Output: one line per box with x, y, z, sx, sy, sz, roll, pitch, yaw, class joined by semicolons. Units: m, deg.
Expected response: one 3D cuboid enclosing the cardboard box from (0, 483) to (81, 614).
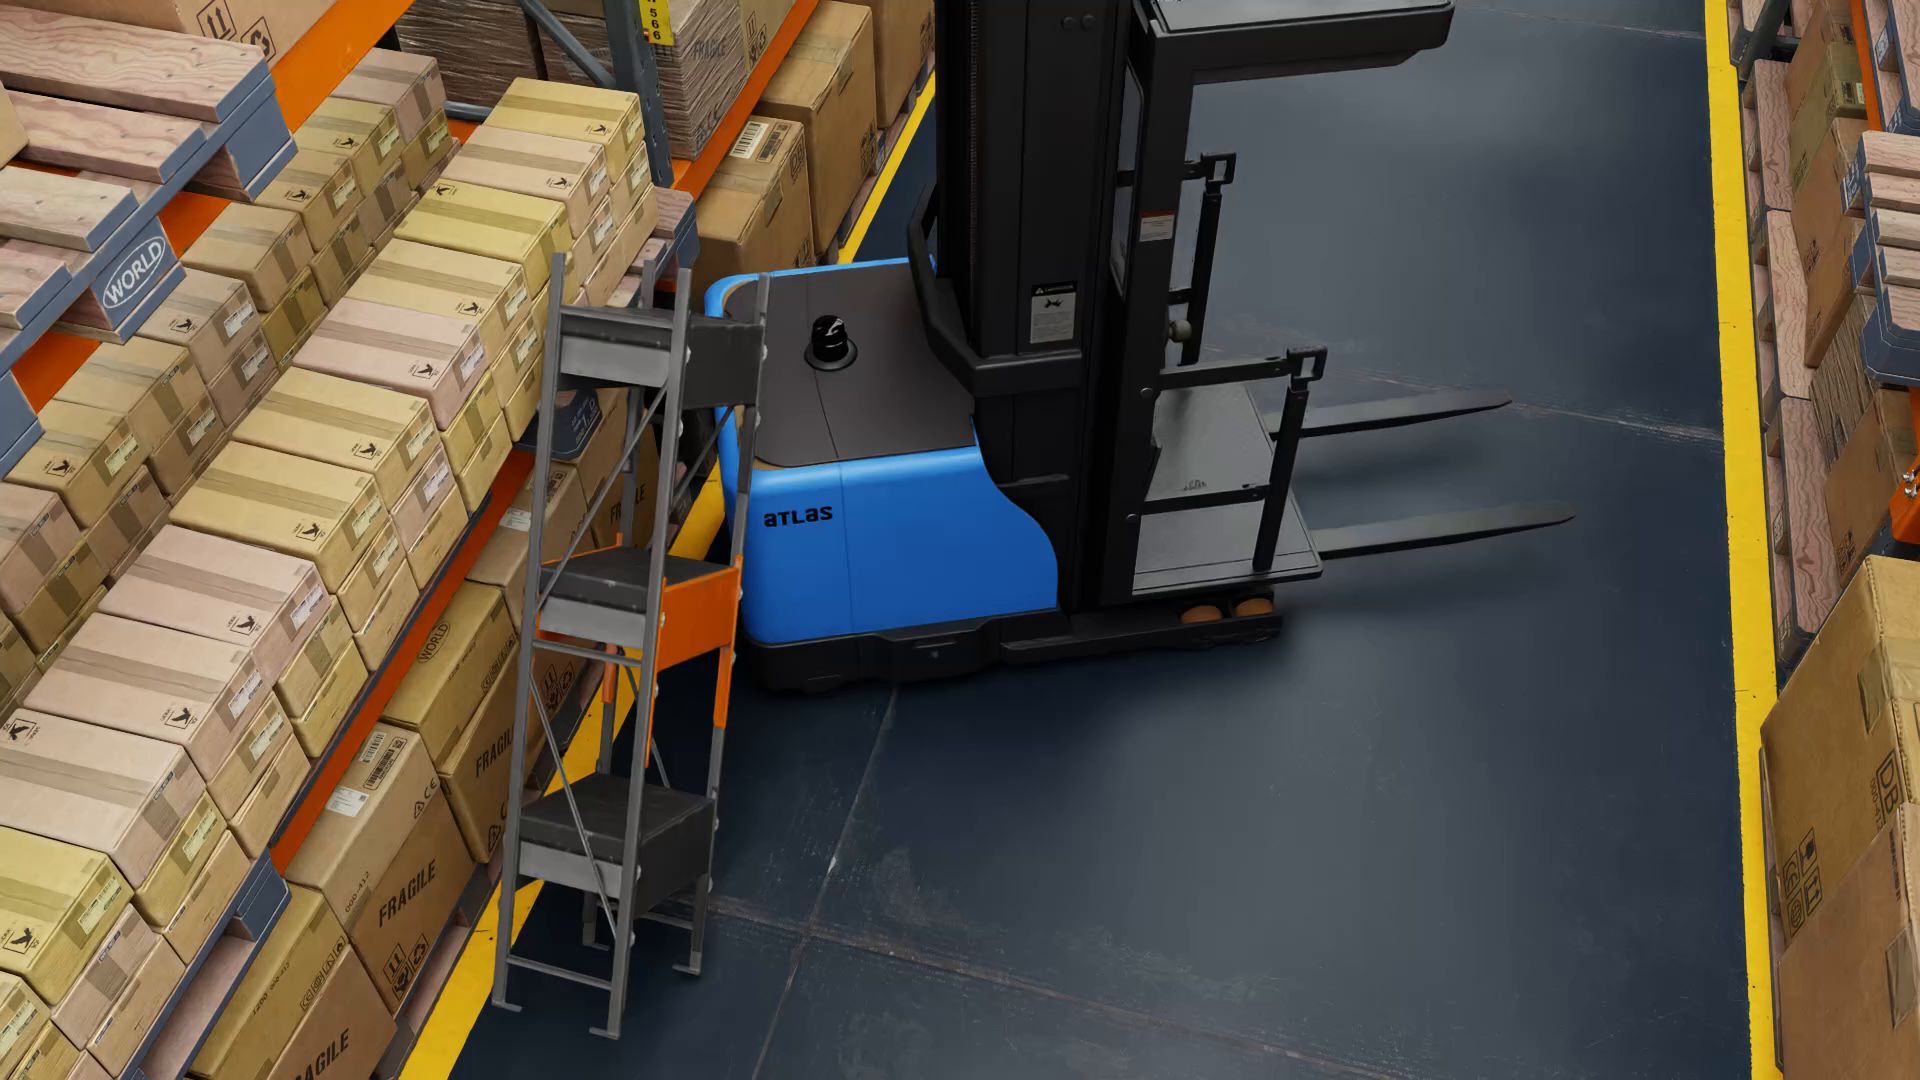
-2.240;-0.001;3.741;0.380;0.149;0.250;10;49;8;cardboard box

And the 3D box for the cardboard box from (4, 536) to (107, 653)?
-2.243;0.088;3.861;0.380;0.149;0.250;12;50;10;cardboard box

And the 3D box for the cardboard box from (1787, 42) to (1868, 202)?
4.037;-1.749;7.167;0.700;0.500;0.500;11;50;10;cardboard box

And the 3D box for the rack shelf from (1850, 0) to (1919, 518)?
3.837;-1.527;6.077;1.077;0.370;4.000;12;50;10;rack shelf

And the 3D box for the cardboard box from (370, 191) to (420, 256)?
-1.831;-0.948;4.974;0.380;0.149;0.250;14;50;12;cardboard box

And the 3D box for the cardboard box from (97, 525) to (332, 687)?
-1.614;0.141;3.616;0.380;0.149;0.250;13;50;11;cardboard box

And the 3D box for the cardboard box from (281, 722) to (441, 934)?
-1.775;0.727;4.495;0.500;0.250;0.500;13;50;11;cardboard box

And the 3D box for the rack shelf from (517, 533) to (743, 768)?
-0.924;0.293;4.681;0.431;0.518;0.480;10;10;17;rack shelf

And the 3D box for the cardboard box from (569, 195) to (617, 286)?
-1.207;-0.884;4.719;0.380;0.149;0.250;13;50;11;cardboard box

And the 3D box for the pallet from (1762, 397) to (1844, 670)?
3.518;0.039;6.074;1.003;0.211;1.213;12;50;10;pallet

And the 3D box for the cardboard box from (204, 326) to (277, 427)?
-2.038;-0.462;4.346;0.380;0.149;0.250;12;50;10;cardboard box

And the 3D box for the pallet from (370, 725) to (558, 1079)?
-1.978;0.997;5.229;1.003;0.211;1.213;12;50;10;pallet

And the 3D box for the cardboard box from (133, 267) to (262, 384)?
-2.033;-0.568;4.241;0.380;0.149;0.250;14;50;12;cardboard box

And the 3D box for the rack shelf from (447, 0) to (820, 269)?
-0.922;-2.579;7.005;1.077;0.370;4.000;12;50;10;rack shelf

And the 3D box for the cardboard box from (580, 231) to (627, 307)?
-1.202;-0.799;4.842;0.380;0.149;0.250;11;50;10;cardboard box

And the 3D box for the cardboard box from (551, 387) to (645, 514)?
-1.375;-0.384;5.475;0.500;0.250;0.500;11;49;9;cardboard box

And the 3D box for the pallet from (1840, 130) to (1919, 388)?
3.395;-0.791;5.076;1.213;0.211;1.003;12;50;10;pallet

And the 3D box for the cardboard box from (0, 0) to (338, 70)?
-1.608;-1.208;3.248;0.500;0.500;0.500;12;50;10;cardboard box

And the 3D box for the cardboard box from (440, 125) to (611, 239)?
-1.203;-0.997;4.620;0.380;0.149;0.250;11;49;10;cardboard box

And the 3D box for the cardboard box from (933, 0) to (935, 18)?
-0.472;-3.191;8.286;1.050;0.750;0.750;11;50;10;cardboard box

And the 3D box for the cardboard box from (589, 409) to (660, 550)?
-1.369;-0.154;5.773;0.500;0.500;0.500;11;50;10;cardboard box

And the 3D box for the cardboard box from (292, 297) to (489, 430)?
-1.408;-0.440;4.128;0.380;0.149;0.250;12;50;10;cardboard box

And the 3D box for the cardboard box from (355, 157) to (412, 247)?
-1.838;-1.018;4.837;0.380;0.149;0.250;14;50;12;cardboard box

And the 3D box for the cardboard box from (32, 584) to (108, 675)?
-2.248;0.198;3.962;0.380;0.149;0.250;14;50;12;cardboard box

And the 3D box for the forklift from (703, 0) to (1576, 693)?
0.689;-0.970;5.151;3.031;2.935;1.130;-7;49;-6;forklift

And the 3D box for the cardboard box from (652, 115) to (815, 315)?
-1.201;-1.187;6.518;1.050;0.750;0.750;11;49;10;cardboard box

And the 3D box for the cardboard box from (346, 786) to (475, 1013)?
-1.788;0.964;4.785;0.500;0.500;0.500;12;50;11;cardboard box

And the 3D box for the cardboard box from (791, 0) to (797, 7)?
-0.805;-2.408;6.308;0.500;0.500;0.500;12;50;10;cardboard box

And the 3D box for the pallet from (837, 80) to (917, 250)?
-0.845;-1.883;7.771;1.003;0.211;1.213;12;50;10;pallet

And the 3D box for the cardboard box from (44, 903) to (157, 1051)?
-1.820;0.800;3.232;0.380;0.149;0.250;13;50;11;cardboard box

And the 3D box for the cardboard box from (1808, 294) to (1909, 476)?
3.601;-0.529;6.090;0.700;0.500;0.500;8;49;7;cardboard box

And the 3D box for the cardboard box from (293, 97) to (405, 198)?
-1.825;-1.132;4.739;0.380;0.149;0.250;10;49;9;cardboard box

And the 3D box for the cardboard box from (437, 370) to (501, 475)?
-1.408;-0.333;4.232;0.380;0.149;0.250;11;50;10;cardboard box

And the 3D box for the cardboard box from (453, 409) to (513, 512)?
-1.407;-0.239;4.347;0.380;0.149;0.250;10;49;8;cardboard box

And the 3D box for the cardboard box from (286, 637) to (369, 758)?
-1.615;0.327;3.848;0.380;0.149;0.250;11;49;9;cardboard box

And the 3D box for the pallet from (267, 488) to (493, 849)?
-1.930;0.133;4.260;1.003;0.211;1.213;12;50;10;pallet

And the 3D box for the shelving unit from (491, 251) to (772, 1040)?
-0.923;0.280;4.679;0.431;2.100;0.503;10;10;17;shelving unit

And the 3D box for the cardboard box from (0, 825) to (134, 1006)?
-1.816;0.688;3.132;0.380;0.149;0.250;12;50;10;cardboard box

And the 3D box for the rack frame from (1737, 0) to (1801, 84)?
4.363;-3.212;7.084;1.000;3.000;0.127;12;50;10;rack frame

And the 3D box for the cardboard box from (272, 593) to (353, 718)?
-1.613;0.225;3.740;0.380;0.149;0.250;11;49;9;cardboard box

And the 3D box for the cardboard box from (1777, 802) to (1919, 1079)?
2.867;1.384;4.165;1.225;0.875;0.875;12;50;10;cardboard box

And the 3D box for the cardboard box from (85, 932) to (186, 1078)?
-1.817;0.891;3.350;0.380;0.149;0.250;12;50;10;cardboard box

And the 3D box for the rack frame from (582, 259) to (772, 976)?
-0.848;0.251;4.909;0.400;2.100;0.015;10;10;17;rack frame

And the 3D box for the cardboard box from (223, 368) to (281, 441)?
-2.039;-0.364;4.458;0.380;0.149;0.250;13;50;11;cardboard box
